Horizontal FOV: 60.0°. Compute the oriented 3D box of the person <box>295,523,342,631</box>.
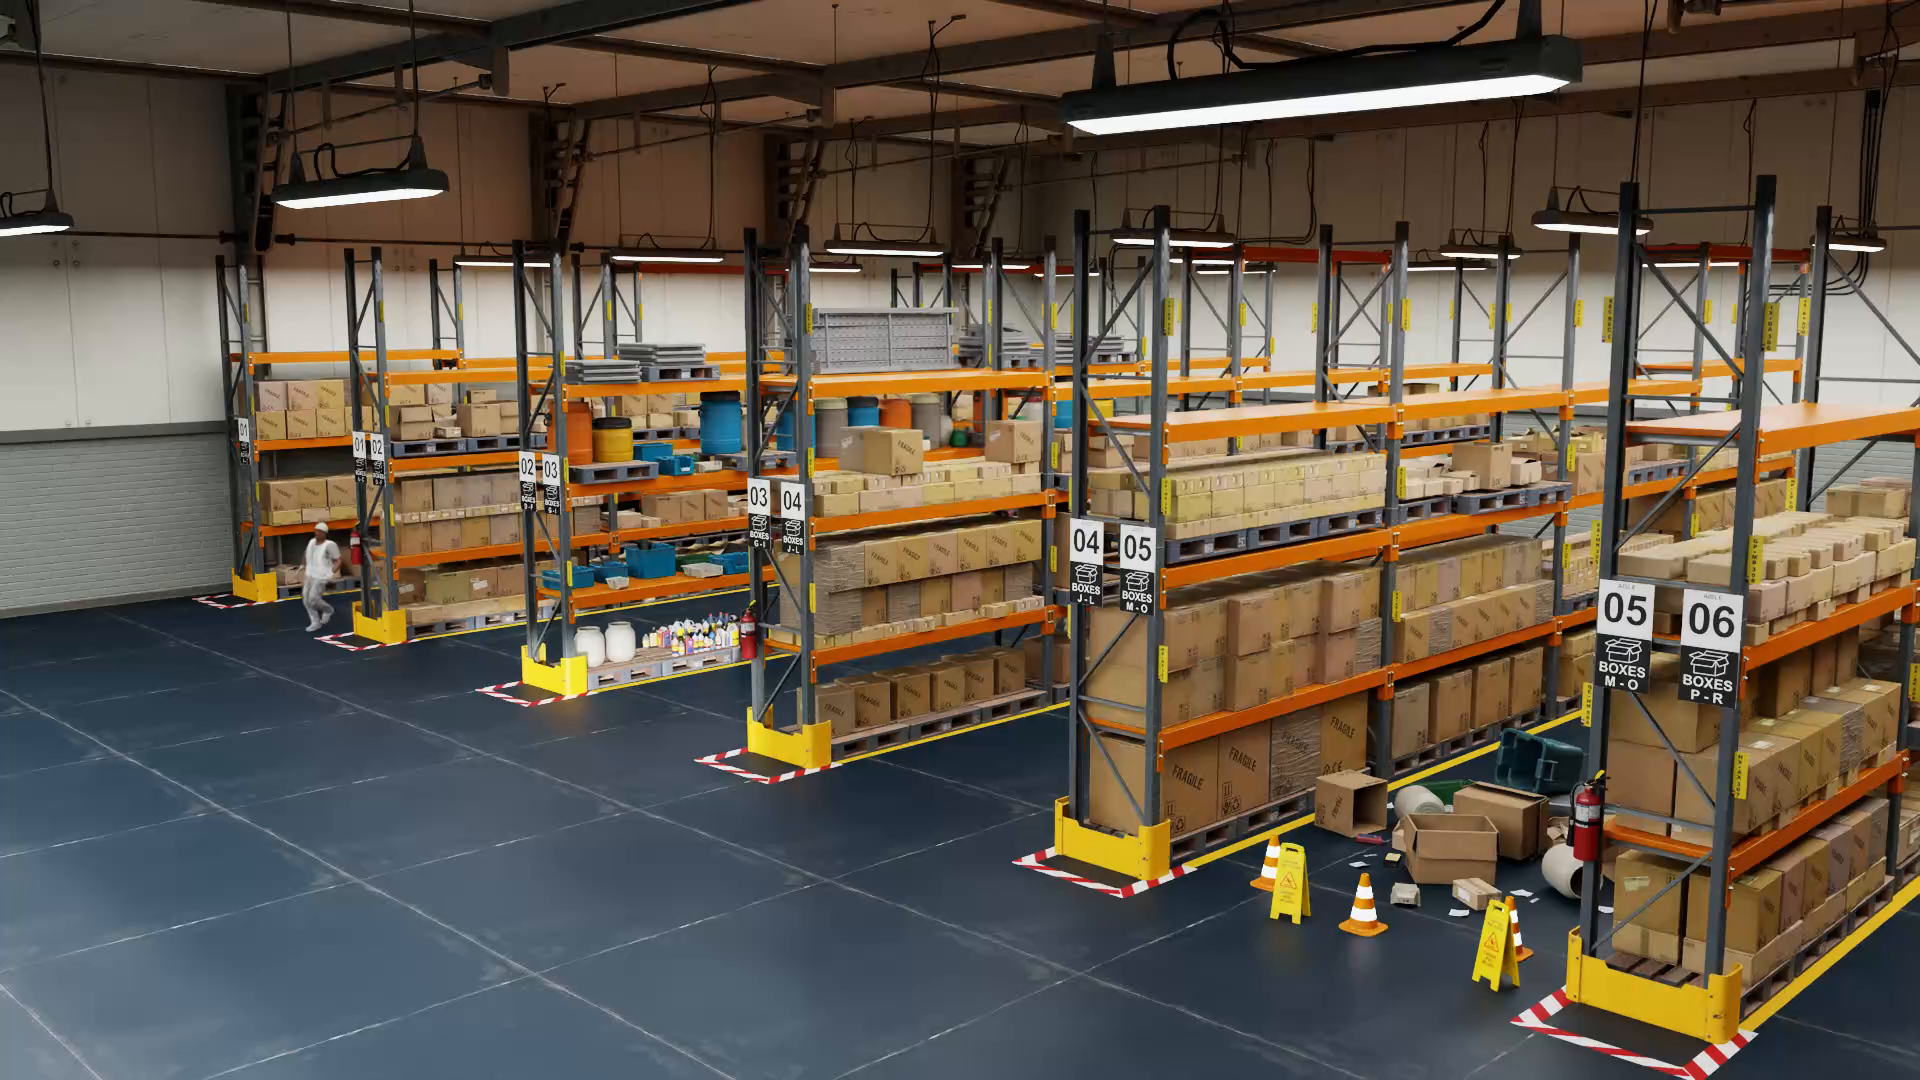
[{"bbox_3d":[-10.155,0.584,26.388,0.752,1.732,0.548,3,9,23],"label":"person"}]

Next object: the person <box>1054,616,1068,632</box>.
[{"bbox_3d":[1.417,0.539,24.289,0.676,1.804,0.864,7,10,39],"label":"person"}]
